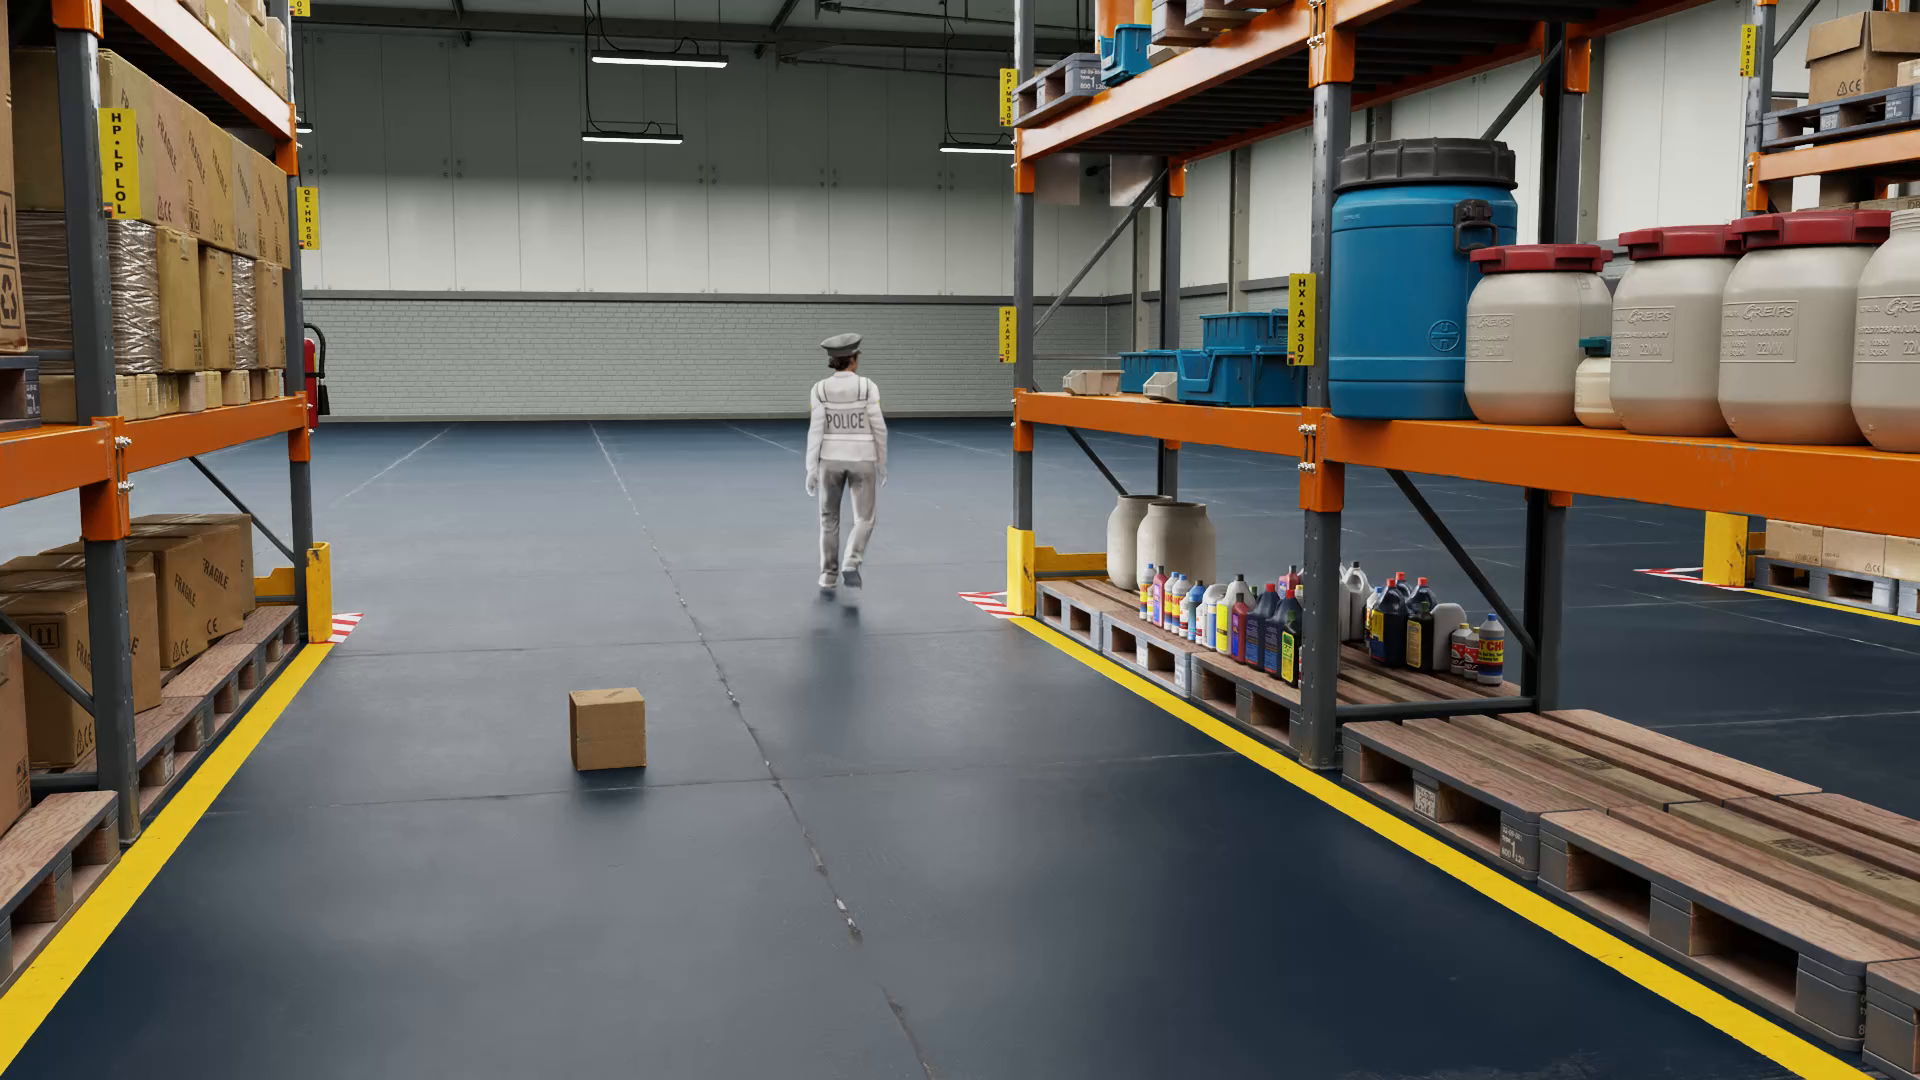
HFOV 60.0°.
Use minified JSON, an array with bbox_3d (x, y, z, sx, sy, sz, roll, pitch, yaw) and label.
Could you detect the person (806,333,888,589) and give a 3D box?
[{"bbox_3d":[-0.708,-0.480,10.457,0.511,1.634,0.912,0,6,2],"label":"person"}]
